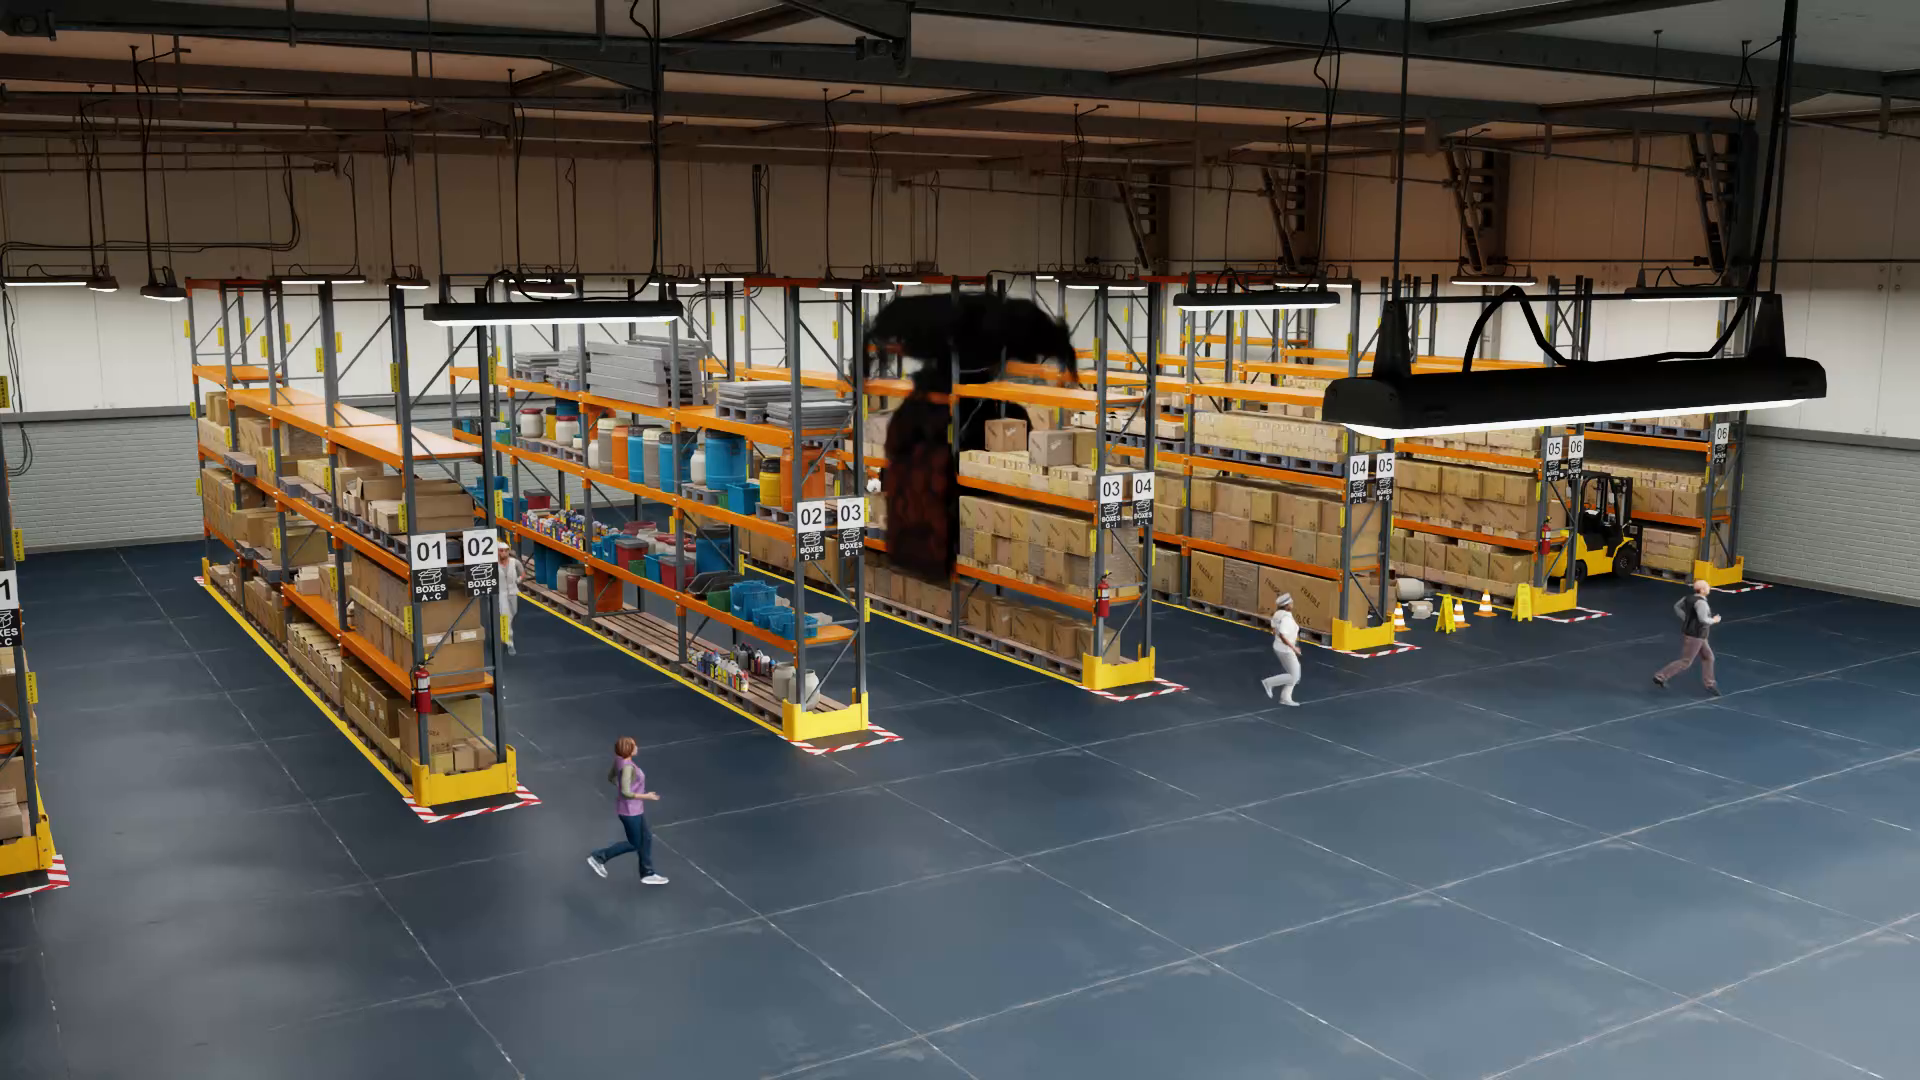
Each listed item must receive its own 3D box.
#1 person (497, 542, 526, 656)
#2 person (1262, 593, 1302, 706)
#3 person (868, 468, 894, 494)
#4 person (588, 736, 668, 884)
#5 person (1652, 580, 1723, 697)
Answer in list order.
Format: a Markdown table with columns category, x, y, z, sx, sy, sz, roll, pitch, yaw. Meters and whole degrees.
| category | x | y | z | sx | sy | sz | roll | pitch | yaw |
| --- | --- | --- | --- | --- | --- | --- | --- | --- | --- |
| person | -7.395 | 0.917 | 27.144 | 0.634 | 1.803 | 0.929 | -6 | 11 | -31 |
| person | 4.593 | 1.575 | 23.777 | 0.583 | 1.655 | 0.588 | -1 | 10 | -4 |
| person | -1.781 | -0.787 | 37.439 | 0.710 | 1.767 | 0.934 | -5 | 11 | -28 |
| person | -3.386 | 2.760 | 16.869 | 0.804 | 1.586 | 0.537 | -3 | 10 | -15 |
| person | 10.676 | 1.458 | 24.257 | 1.009 | 1.770 | 0.624 | 2 | 10 | 13 |
